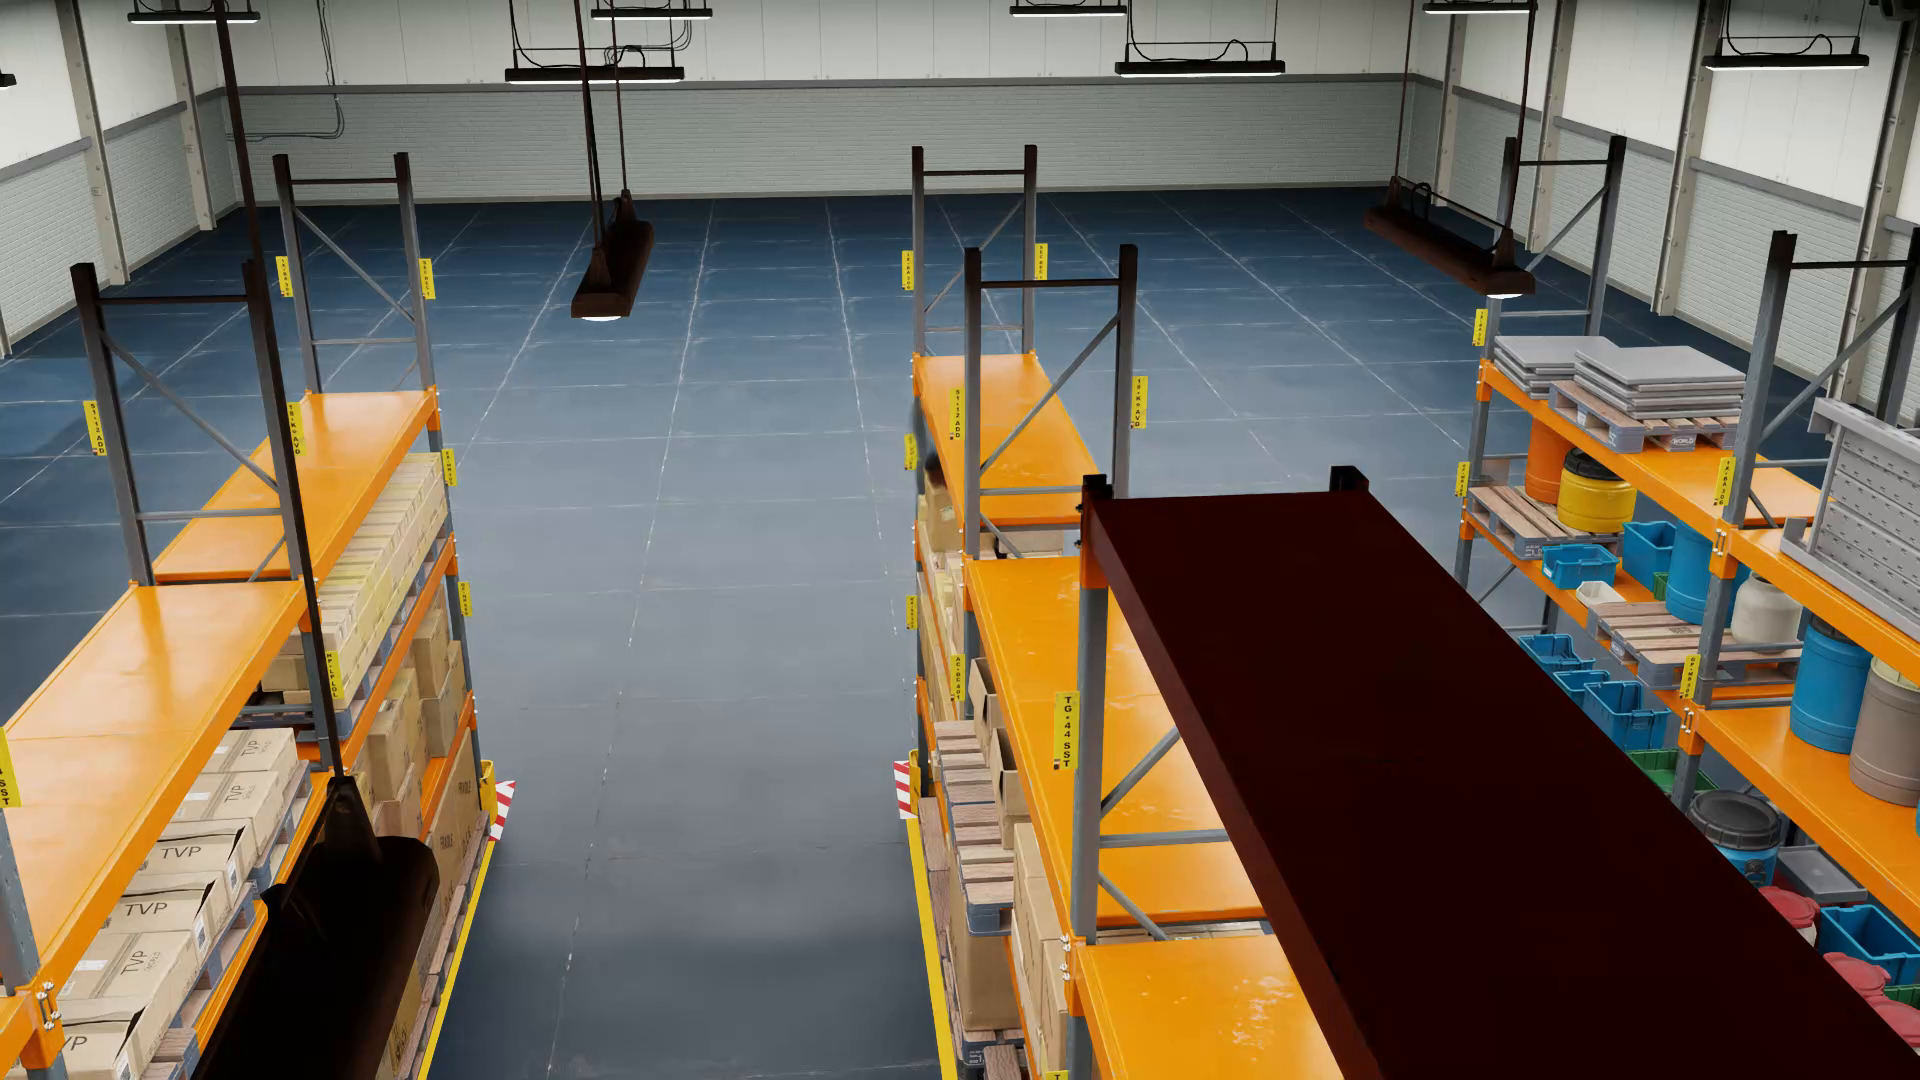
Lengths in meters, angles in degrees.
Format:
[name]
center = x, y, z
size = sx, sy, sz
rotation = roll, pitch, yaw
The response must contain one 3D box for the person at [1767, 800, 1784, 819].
[person]
center = 7.543, 1.861, 14.603
size = 0.526, 1.729, 1.028
rotation = -12, 24, -27
